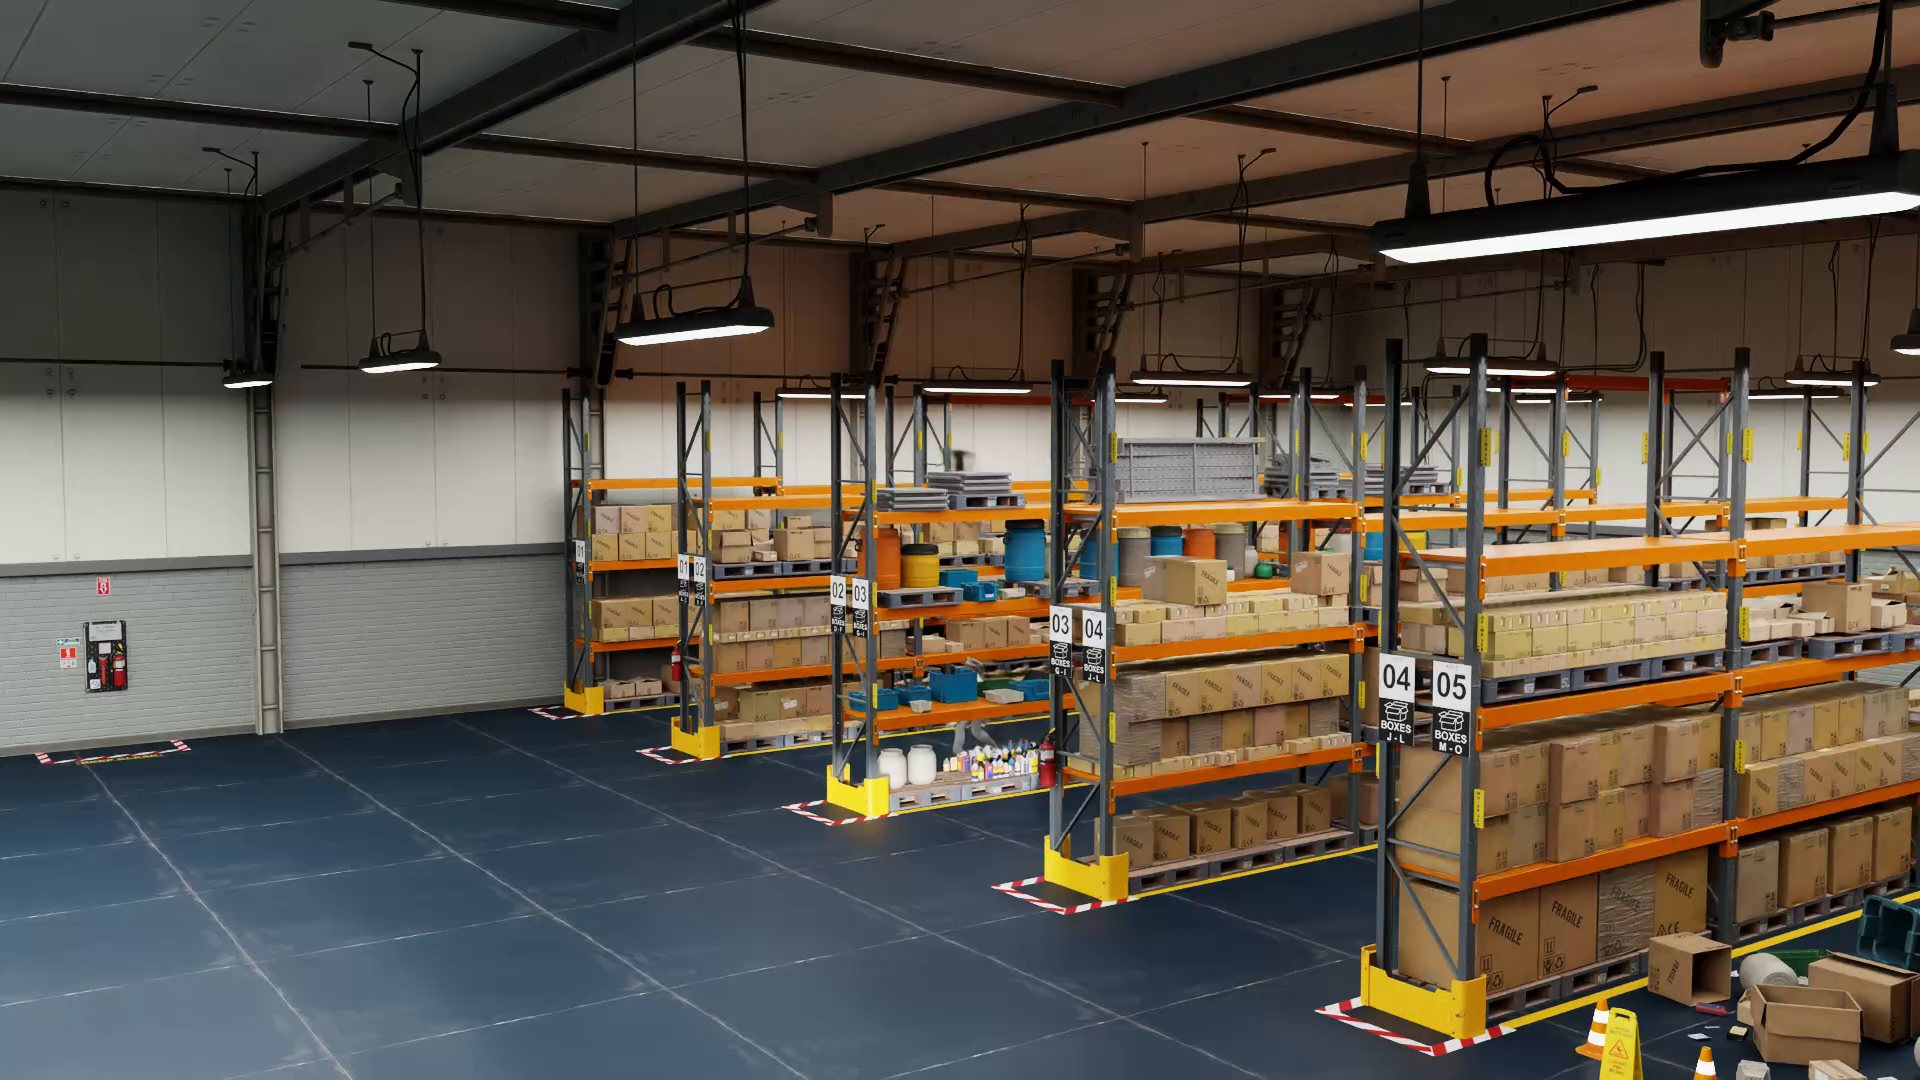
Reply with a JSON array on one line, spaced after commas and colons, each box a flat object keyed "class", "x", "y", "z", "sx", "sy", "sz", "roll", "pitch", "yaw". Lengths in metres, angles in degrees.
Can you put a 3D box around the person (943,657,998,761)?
[{"class": "person", "x": 0.236, "y": 2.660, "z": 26.108, "sx": 0.866, "sy": 1.687, "sz": 0.614, "roll": -2, "pitch": 4, "yaw": -30}]
